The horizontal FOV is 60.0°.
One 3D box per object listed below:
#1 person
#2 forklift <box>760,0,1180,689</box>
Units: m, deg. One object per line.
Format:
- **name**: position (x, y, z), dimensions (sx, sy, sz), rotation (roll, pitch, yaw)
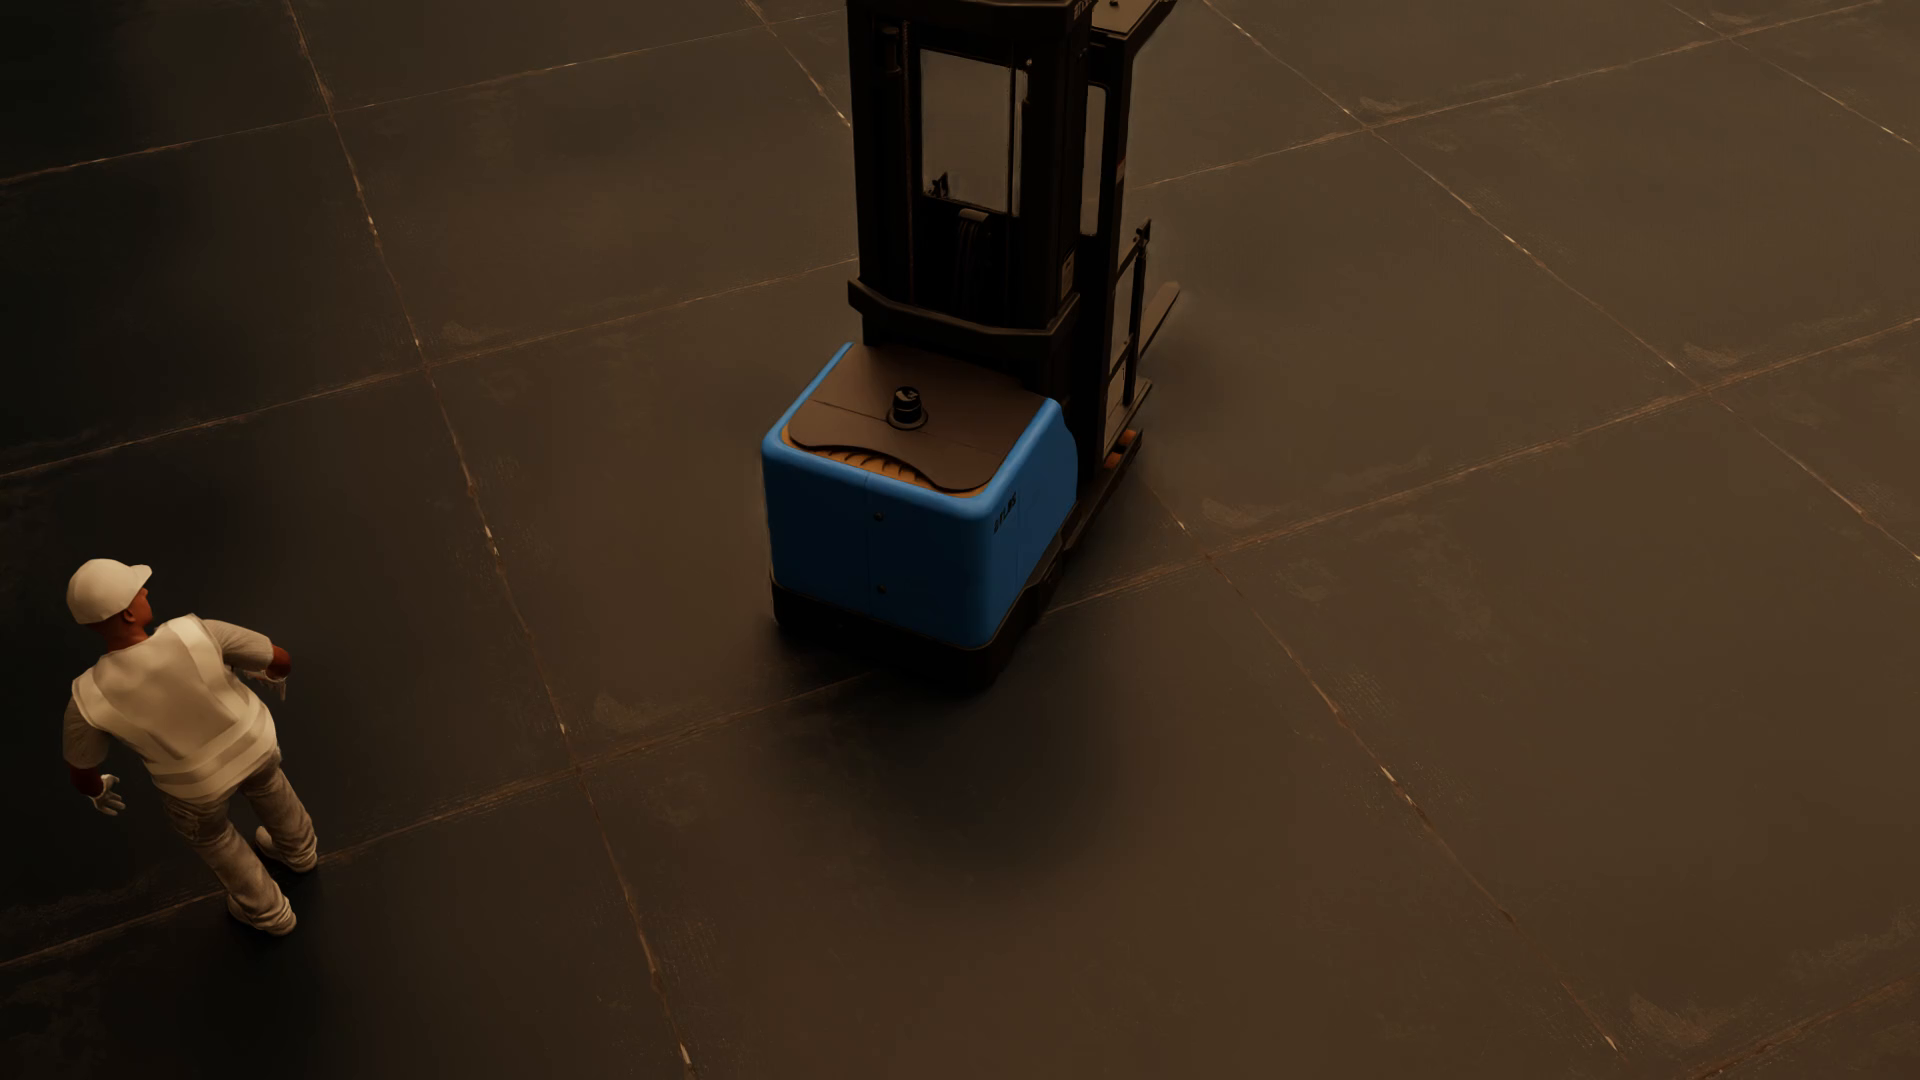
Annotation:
- **person**: position (-2.671, 0.719, 5.775), dimensions (0.513, 1.752, 0.770), rotation (31, 51, 29)
- **forklift**: position (0.252, -1.451, 7.235), dimensions (1.130, 2.935, 3.031), rotation (17, 46, 18)
